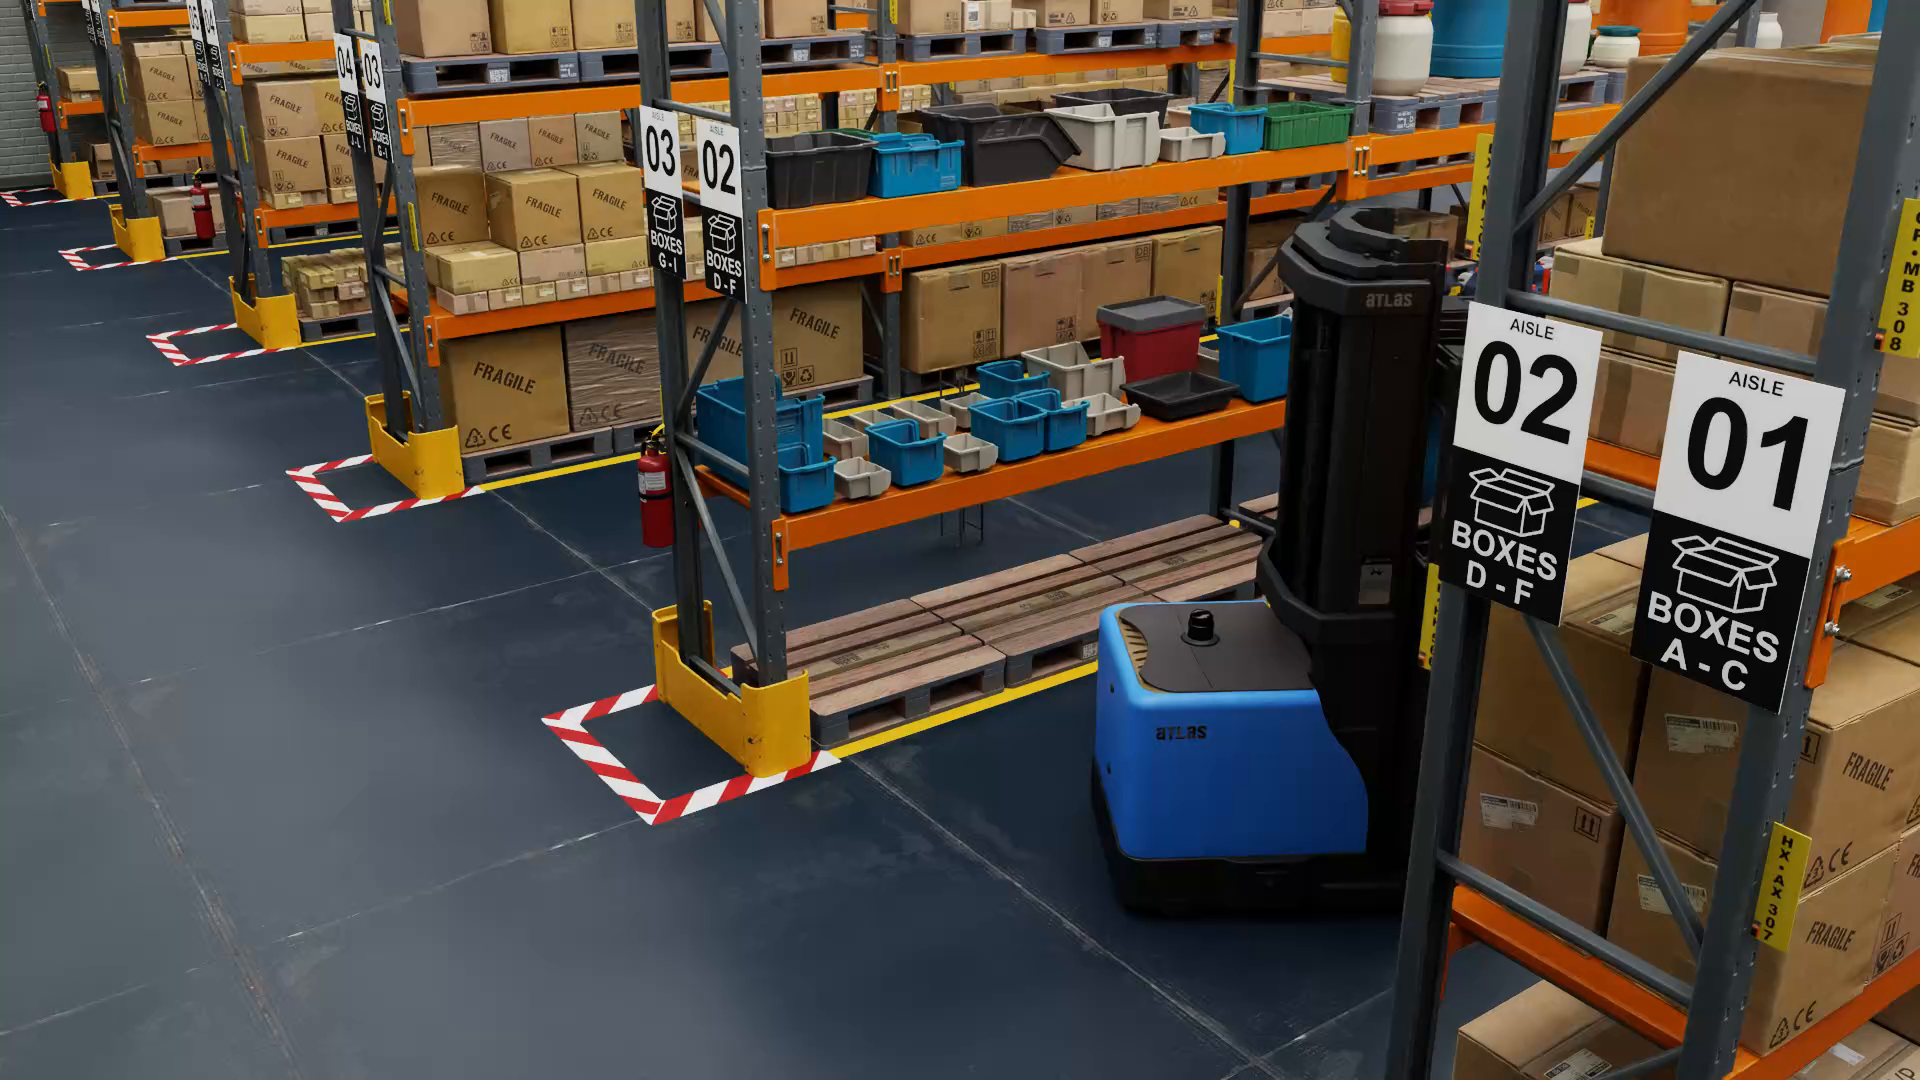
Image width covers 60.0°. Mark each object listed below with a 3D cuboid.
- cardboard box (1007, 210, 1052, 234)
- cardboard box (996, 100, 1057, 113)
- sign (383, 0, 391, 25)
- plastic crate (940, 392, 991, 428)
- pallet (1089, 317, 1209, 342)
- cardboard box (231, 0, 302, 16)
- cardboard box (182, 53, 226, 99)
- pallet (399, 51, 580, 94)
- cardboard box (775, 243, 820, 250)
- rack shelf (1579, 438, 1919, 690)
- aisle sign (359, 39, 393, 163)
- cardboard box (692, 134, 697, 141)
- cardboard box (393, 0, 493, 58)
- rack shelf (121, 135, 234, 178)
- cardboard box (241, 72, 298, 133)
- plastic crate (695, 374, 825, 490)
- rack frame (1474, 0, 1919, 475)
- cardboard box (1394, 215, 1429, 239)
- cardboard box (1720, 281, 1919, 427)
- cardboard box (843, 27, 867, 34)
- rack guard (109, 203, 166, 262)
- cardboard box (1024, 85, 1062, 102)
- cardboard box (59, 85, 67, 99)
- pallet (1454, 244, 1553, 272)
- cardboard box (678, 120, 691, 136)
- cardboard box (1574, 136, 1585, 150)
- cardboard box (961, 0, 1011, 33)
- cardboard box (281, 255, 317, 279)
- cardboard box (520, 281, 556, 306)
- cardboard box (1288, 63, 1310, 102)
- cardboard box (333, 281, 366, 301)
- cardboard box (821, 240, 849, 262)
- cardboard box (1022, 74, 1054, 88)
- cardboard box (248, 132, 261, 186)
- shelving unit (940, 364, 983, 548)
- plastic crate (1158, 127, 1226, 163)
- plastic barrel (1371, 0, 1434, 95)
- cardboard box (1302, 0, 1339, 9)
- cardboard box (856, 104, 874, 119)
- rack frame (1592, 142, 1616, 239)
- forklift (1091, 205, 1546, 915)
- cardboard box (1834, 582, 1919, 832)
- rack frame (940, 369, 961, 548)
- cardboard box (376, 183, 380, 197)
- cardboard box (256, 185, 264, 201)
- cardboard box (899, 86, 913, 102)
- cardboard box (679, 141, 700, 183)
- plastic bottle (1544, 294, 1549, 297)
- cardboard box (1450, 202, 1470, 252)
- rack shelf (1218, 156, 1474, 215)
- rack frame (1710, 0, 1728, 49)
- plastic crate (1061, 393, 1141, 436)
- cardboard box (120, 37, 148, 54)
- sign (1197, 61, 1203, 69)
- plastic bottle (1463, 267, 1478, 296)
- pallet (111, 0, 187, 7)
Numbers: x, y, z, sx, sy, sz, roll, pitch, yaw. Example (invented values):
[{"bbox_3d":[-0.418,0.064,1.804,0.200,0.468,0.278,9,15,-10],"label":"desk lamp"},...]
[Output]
[{"bbox_3d":[0.479,-3.048,14.854,0.500,0.500,0.500,-16,27,-34],"label":"cardboard box"},{"bbox_3d":[0.719,-3.698,15.127,0.637,0.503,0.797,-14,26,-31],"label":"cardboard box"},{"bbox_3d":[-3.782,-3.562,10.943,0.005,0.325,0.100,-15,26,-33],"label":"sign"},{"bbox_3d":[0.033,-0.737,9.470,0.250,0.136,0.298,-15,26,-33],"label":"plastic crate"},{"bbox_3d":[1.709,-2.183,16.582,1.213,0.211,1.003,-15,26,-33],"label":"pallet"},{"bbox_3d":[-6.400,-4.983,15.318,0.500,0.250,0.500,-14,26,-32],"label":"cardboard box"},{"bbox_3d":[-8.917,-5.519,19.696,0.500,0.500,0.500,-16,27,-34],"label":"cardboard box"},{"bbox_3d":[-3.505,-3.410,11.968,1.213,0.211,1.003,-15,26,-33],"label":"pallet"},{"bbox_3d":[-1.478,-2.542,13.519,0.500,0.250,0.500,-14,26,-31],"label":"cardboard box"},{"bbox_3d":[3.305,-0.405,5.288,4.000,0.370,1.077,-15,26,-33],"label":"rack shelf"},{"bbox_3d":[-3.984,-2.996,11.350,0.004,0.787,0.394,-15,26,-33],"label":"aisle sign"},{"bbox_3d":[-2.859,-4.361,18.051,0.250,0.149,0.380,-14,26,-32],"label":"cardboard box"},{"bbox_3d":[-3.710,-3.704,11.749,0.500,0.500,0.700,-17,27,-36],"label":"cardboard box"},{"bbox_3d":[-8.265,-4.975,20.787,4.000,0.370,1.077,-15,26,-33],"label":"rack shelf"},{"bbox_3d":[-6.689,-4.231,16.068,0.500,0.500,0.500,-16,27,-34],"label":"cardboard box"},{"bbox_3d":[-1.046,-0.577,8.667,0.499,0.435,0.616,-15,26,-33],"label":"plastic crate"},{"bbox_3d":[1.681,-1.700,3.514,0.127,3.000,1.000,-15,26,-33],"label":"rack frame"},{"bbox_3d":[4.731,-3.311,18.426,0.500,0.500,0.700,-15,26,-33],"label":"cardboard box"},{"bbox_3d":[2.250,-0.502,4.088,0.500,0.250,0.500,-15,26,-33],"label":"cardboard box"},{"bbox_3d":[-1.638,-7.353,24.672,0.500,0.500,0.500,-16,27,-35],"label":"cardboard box"},{"bbox_3d":[-9.908,-3.710,20.019,0.348,0.500,1.175,-15,26,-33],"label":"rack guard"},{"bbox_3d":[0.921,-5.423,20.803,0.500,0.500,0.500,-15,26,-33],"label":"cardboard box"},{"bbox_3d":[-12.678,-6.404,23.737,0.250,0.149,0.380,-15,26,-33],"label":"cardboard box"},{"bbox_3d":[6.164,-3.353,19.514,1.213,0.211,1.003,-15,26,-33],"label":"pallet"},{"bbox_3d":[-3.080,-4.438,17.841,0.250,0.149,0.380,-14,26,-32],"label":"cardboard box"},{"bbox_3d":[6.990,-4.609,19.239,0.250,0.149,0.380,-15,26,-33],"label":"cardboard box"},{"bbox_3d":[0.089,-4.518,14.177,0.500,0.311,0.500,-16,27,-35],"label":"cardboard box"},{"bbox_3d":[-6.634,-2.747,16.710,0.250,0.149,0.380,-15,26,-32],"label":"cardboard box"},{"bbox_3d":[-3.205,-1.867,12.367,0.250,0.149,0.380,-16,27,-34],"label":"cardboard box"},{"bbox_3d":[4.430,-6.511,23.464,0.500,0.550,0.875,-15,26,-33],"label":"cardboard box"},{"bbox_3d":[-6.085,-2.496,16.483,0.250,0.149,0.380,-15,26,-33],"label":"cardboard box"},{"bbox_3d":[-1.119,-2.423,13.761,0.250,0.149,0.380,-14,26,-32],"label":"cardboard box"},{"bbox_3d":[0.773,-5.967,20.818,0.500,0.500,0.700,-15,26,-34],"label":"cardboard box"},{"bbox_3d":[-6.701,-3.768,16.255,0.500,0.500,0.500,-14,26,-32],"label":"cardboard box"},{"bbox_3d":[0.012,-0.560,11.182,0.189,1.200,0.258,-15,26,-33],"label":"shelving unit"},{"bbox_3d":[1.228,-2.151,9.049,0.466,0.136,0.293,-15,26,-33],"label":"plastic crate"},{"bbox_3d":[2.612,-2.960,9.970,0.433,0.535,0.433,0,22,0],"label":"plastic barrel"},{"bbox_3d":[3.339,-5.431,16.103,0.500,0.500,0.500,-15,26,-32],"label":"cardboard box"},{"bbox_3d":[-1.188,-4.943,19.107,0.250,0.149,0.380,-15,26,-33],"label":"cardboard box"},{"bbox_3d":[5.286,-2.136,12.702,0.127,3.000,1.000,-15,26,-33],"label":"rack frame"},{"bbox_3d":[2.172,0.076,7.251,3.031,2.935,1.130,-1,22,-3],"label":"forklift"},{"bbox_3d":[2.616,0.444,4.754,0.500,0.500,0.500,-15,26,-32],"label":"cardboard box"},{"bbox_3d":[-0.063,-0.541,11.132,0.006,1.200,0.240,-15,26,-33],"label":"rack frame"},{"bbox_3d":[-5.899,-3.470,16.385,0.250,0.149,0.380,-14,25,-30],"label":"cardboard box"},{"bbox_3d":[-6.816,-3.448,16.328,0.250,0.149,0.380,-15,26,-33],"label":"cardboard box"},{"bbox_3d":[-0.757,-5.197,19.343,0.250,0.149,0.380,-15,26,-33],"label":"cardboard box"},{"bbox_3d":[-2.216,-2.932,13.486,0.500,0.500,0.500,-16,27,-34],"label":"cardboard box"},{"bbox_3d":[4.020,-1.550,11.390,0.133,0.283,0.061,-15,26,-33],"label":"plastic bottle"},{"bbox_3d":[5.988,-3.601,19.178,0.500,0.500,0.500,-16,27,-34],"label":"cardboard box"},{"bbox_3d":[4.016,-3.725,17.655,4.000,0.370,1.077,-15,26,-33],"label":"rack shelf"},{"bbox_3d":[8.887,-5.358,20.776,0.127,3.000,1.000,-15,26,-33],"label":"rack frame"},{"bbox_3d":[0.801,-0.708,9.399,0.466,0.136,0.293,-15,26,-33],"label":"plastic crate"},{"bbox_3d":[-9.714,-5.826,19.590,0.250,0.149,0.380,-15,26,-32],"label":"cardboard box"},{"bbox_3d":[3.150,-6.346,21.797,0.005,0.325,0.100,-15,26,-33],"label":"sign"},{"bbox_3d":[3.686,-1.767,11.843,0.185,0.351,0.144,-15,26,-33],"label":"plastic bottle"},{"bbox_3d":[-9.293,-6.392,19.439,1.213,0.211,1.003,-15,26,-33],"label":"pallet"}]
